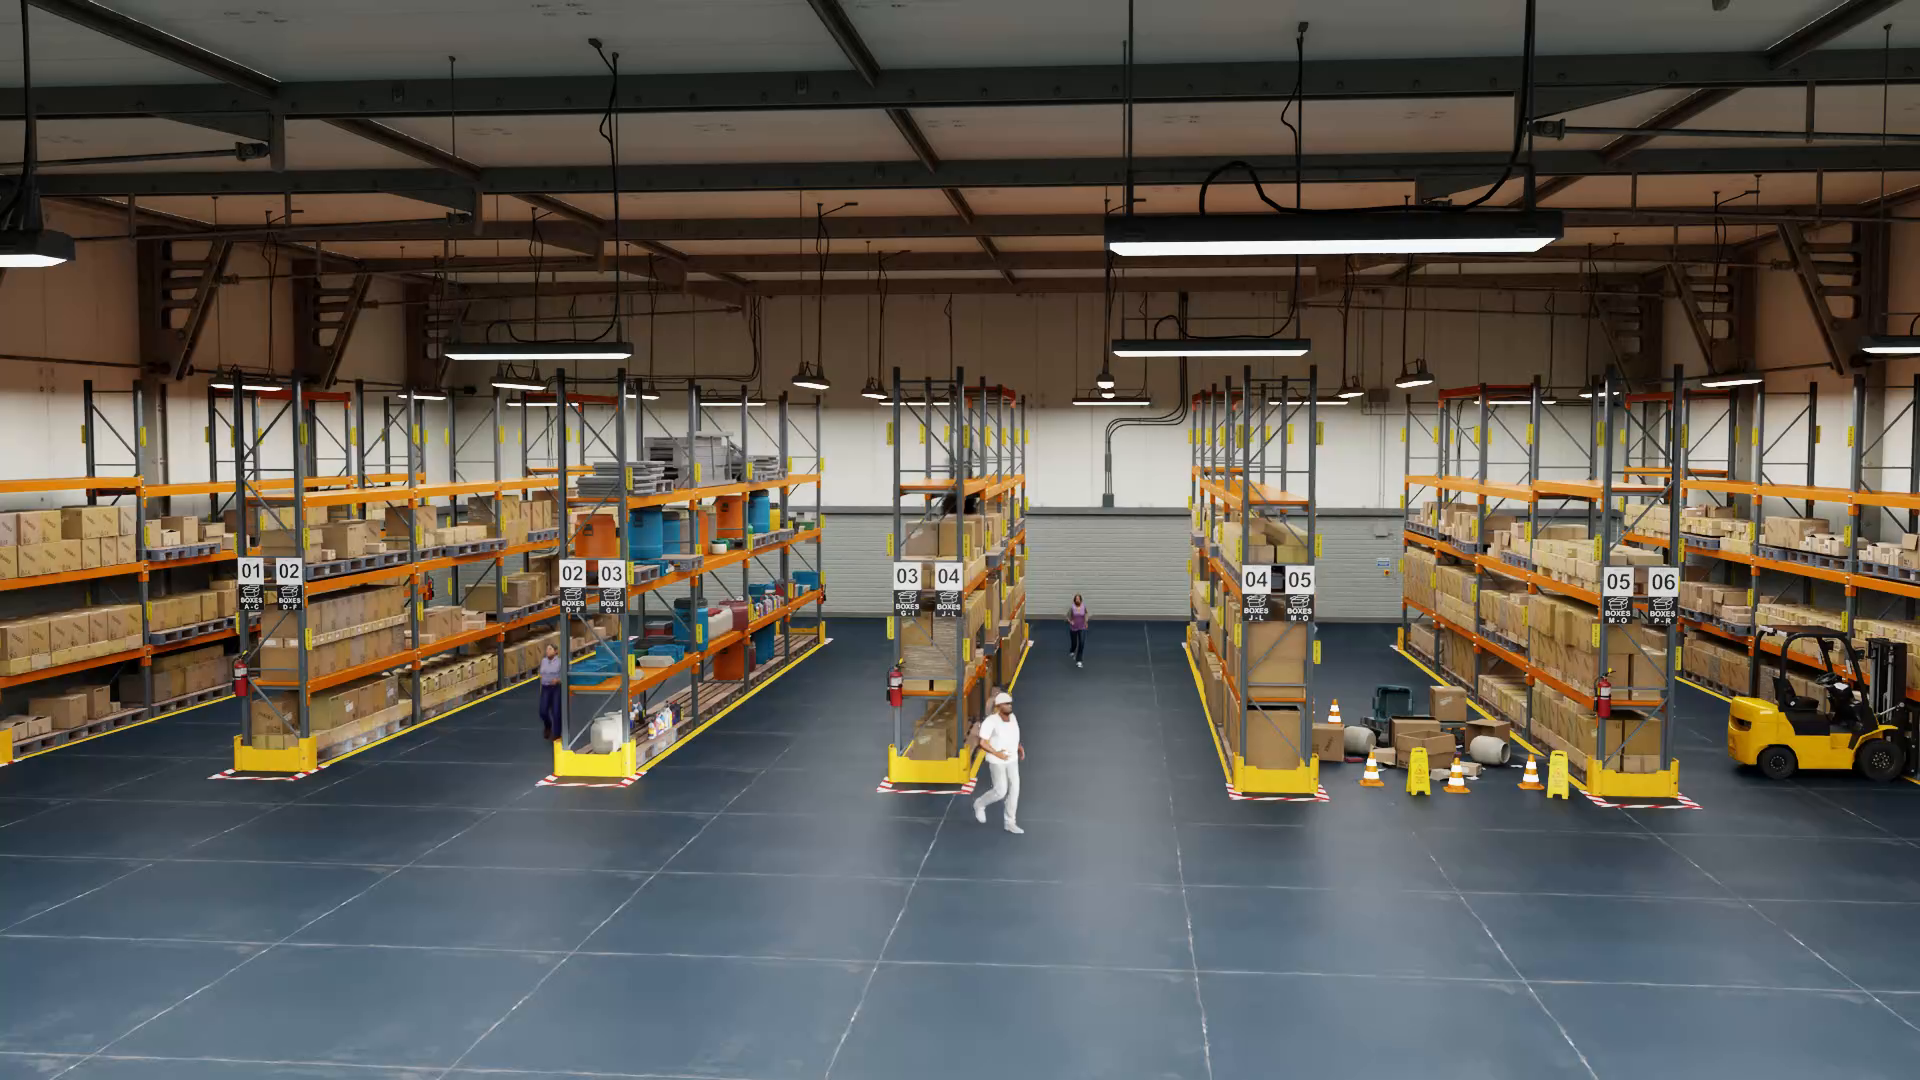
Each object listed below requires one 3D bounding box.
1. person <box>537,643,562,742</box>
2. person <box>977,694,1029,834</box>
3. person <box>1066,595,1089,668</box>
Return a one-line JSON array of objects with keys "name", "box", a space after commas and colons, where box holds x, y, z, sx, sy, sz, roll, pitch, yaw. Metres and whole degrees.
[{"name": "person", "box": [-6.686, 2.504, 27.223, 0.580, 1.638, 0.638, 1, 4, 9]}, {"name": "person", "box": [0.554, 2.822, 21.153, 0.726, 1.749, 0.712, -3, 5, -42]}, {"name": "person", "box": [2.557, 1.970, 36.275, 0.526, 1.572, 0.764, 0, 4, -5]}]
